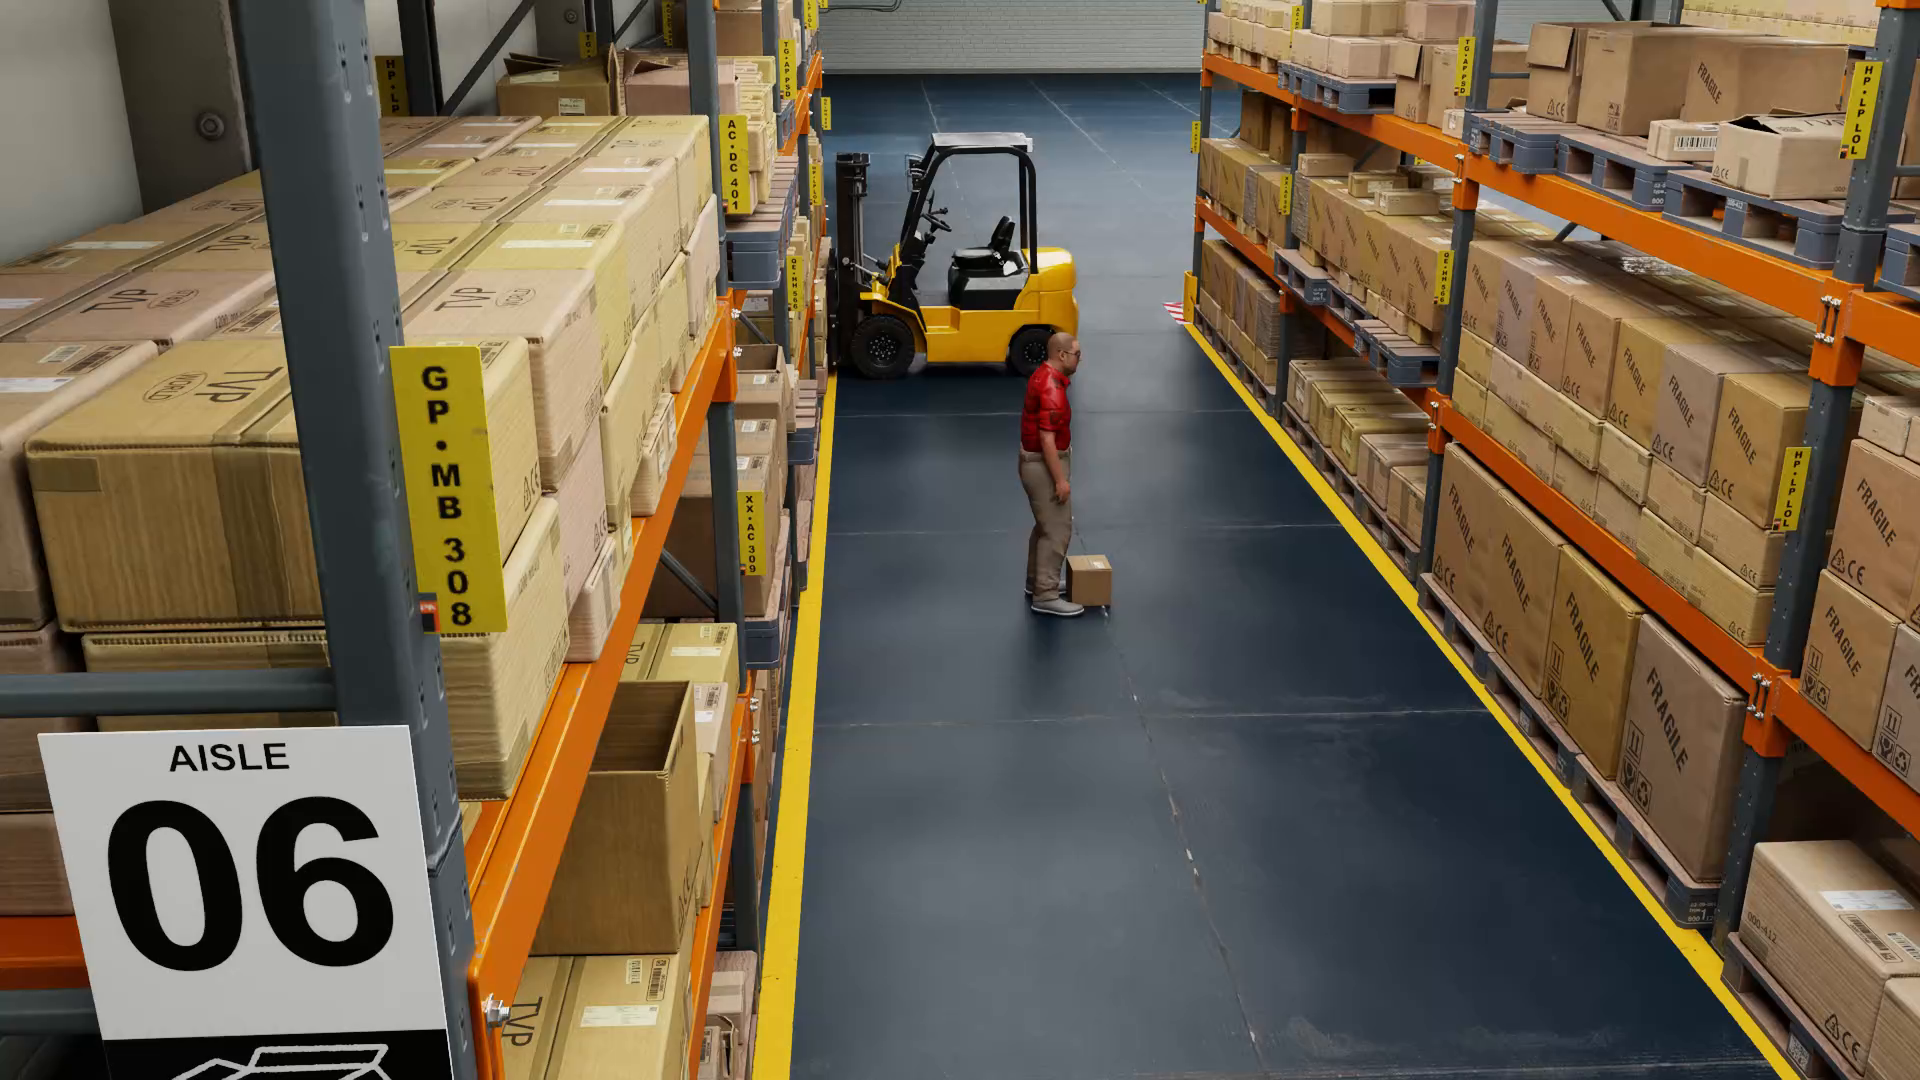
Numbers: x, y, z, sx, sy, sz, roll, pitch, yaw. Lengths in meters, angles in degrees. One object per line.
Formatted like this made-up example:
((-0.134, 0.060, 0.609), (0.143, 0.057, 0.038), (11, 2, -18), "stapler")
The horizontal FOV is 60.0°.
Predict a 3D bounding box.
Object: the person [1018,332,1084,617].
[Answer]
((0.563, -0.426, 10.250), (0.393, 1.727, 0.587), (-1, 20, -3), "person")
